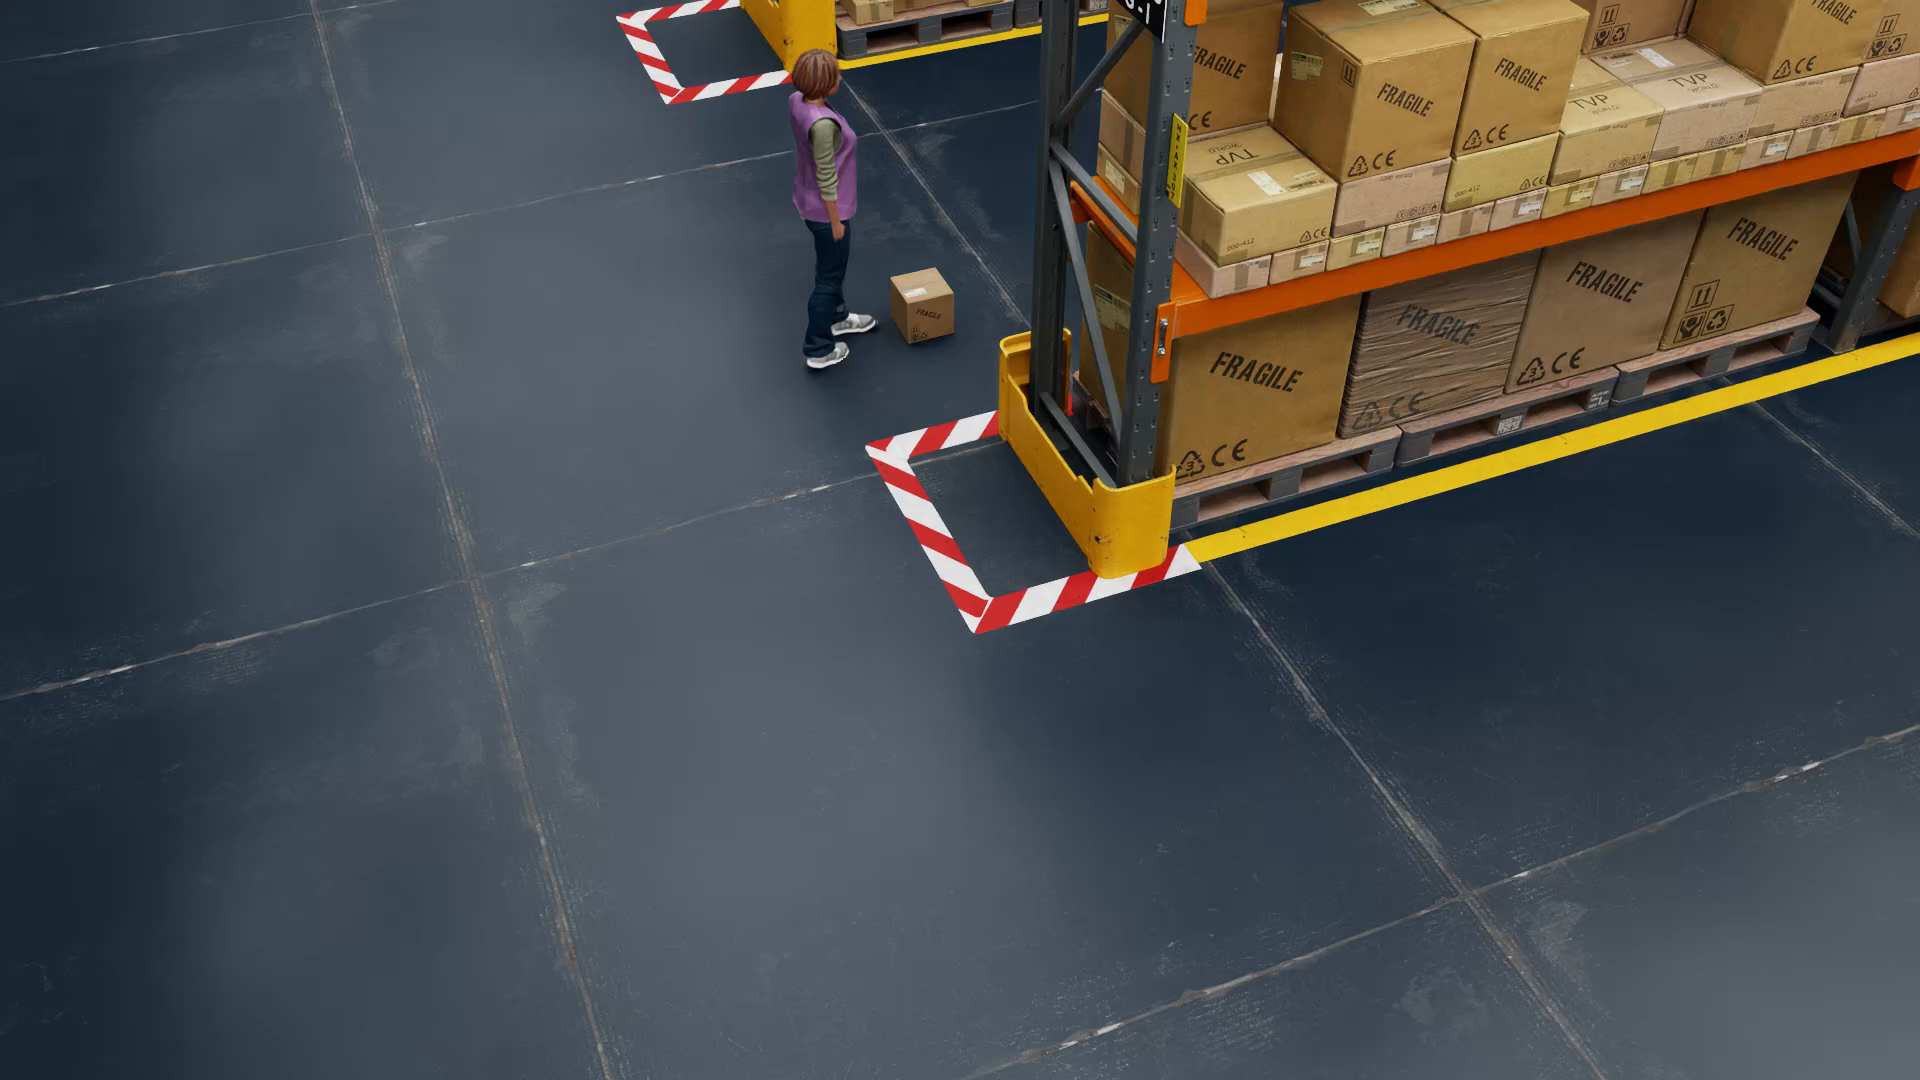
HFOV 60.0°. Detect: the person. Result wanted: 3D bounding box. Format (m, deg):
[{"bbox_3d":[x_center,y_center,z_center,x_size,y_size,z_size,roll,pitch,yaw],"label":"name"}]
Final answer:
[{"bbox_3d":[-0.617,-1.581,7.912,0.450,1.616,0.420,-14,44,-15],"label":"person"}]
